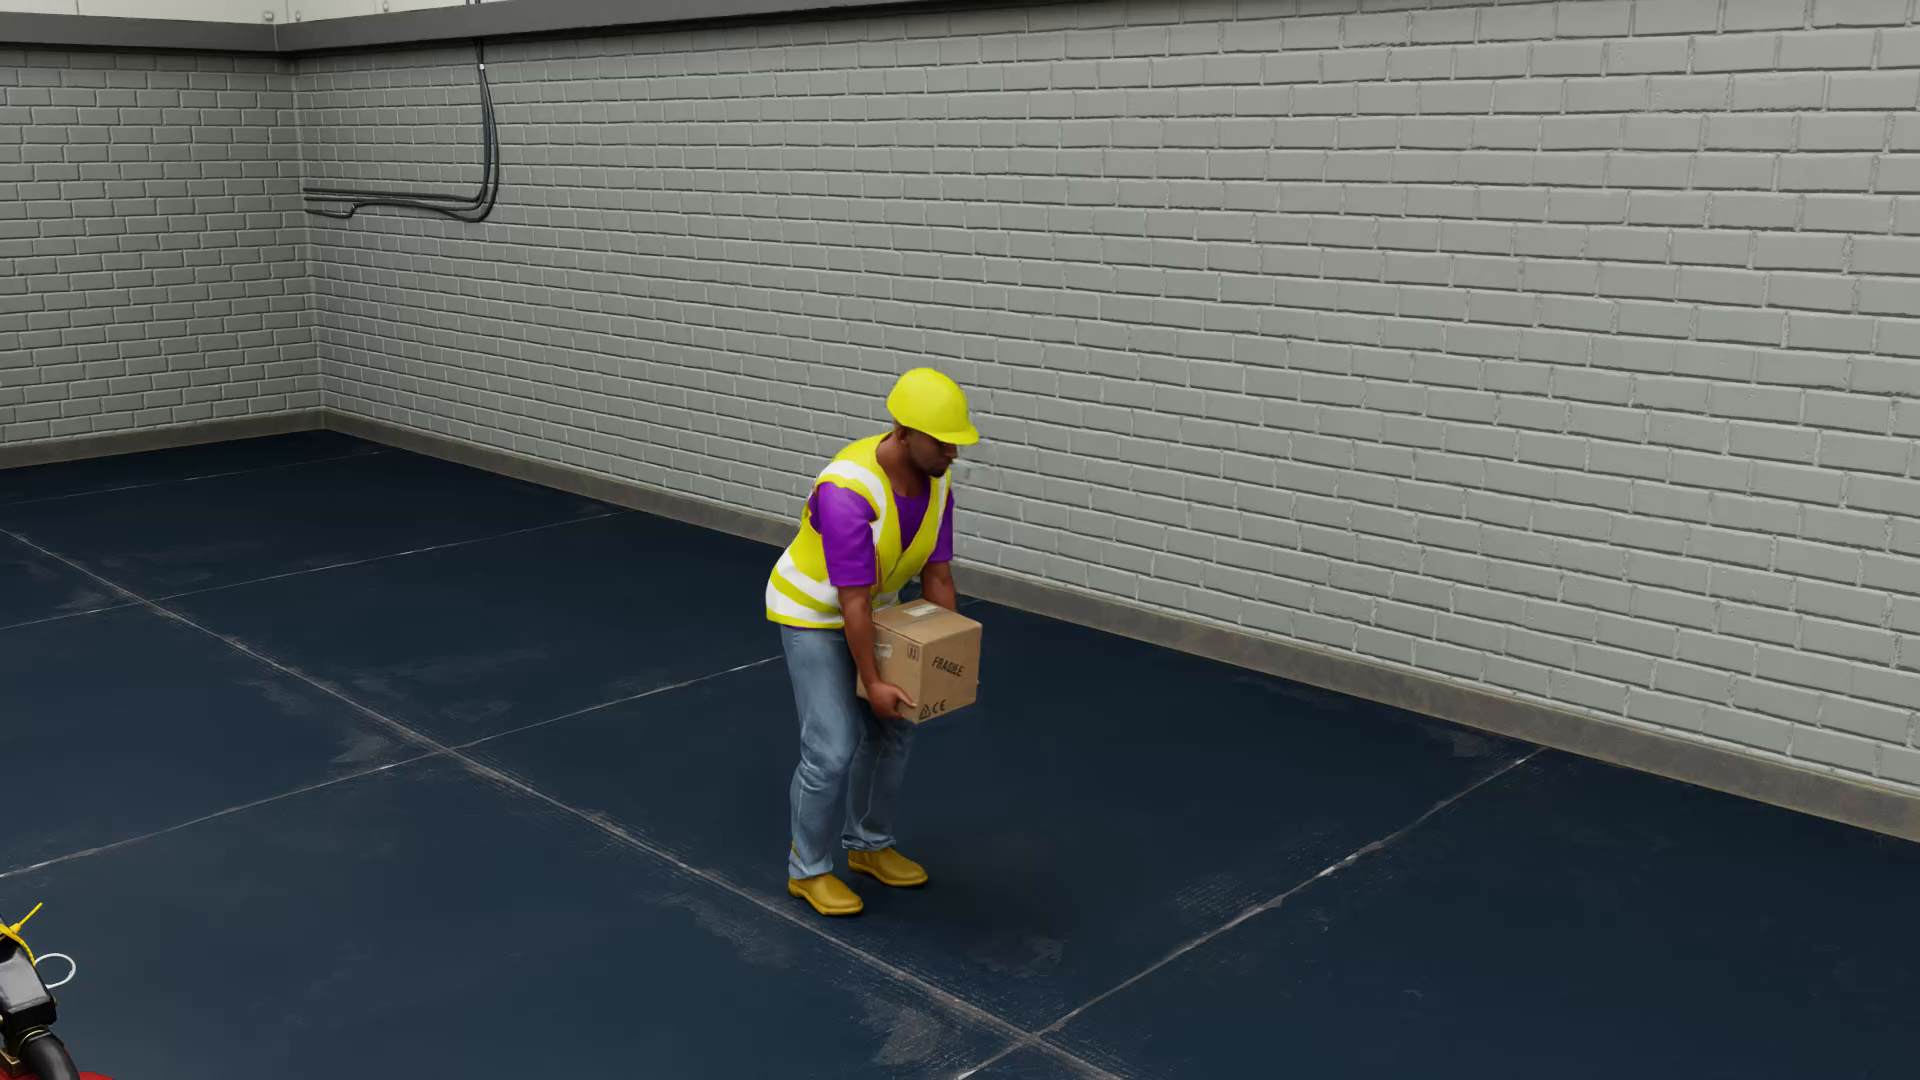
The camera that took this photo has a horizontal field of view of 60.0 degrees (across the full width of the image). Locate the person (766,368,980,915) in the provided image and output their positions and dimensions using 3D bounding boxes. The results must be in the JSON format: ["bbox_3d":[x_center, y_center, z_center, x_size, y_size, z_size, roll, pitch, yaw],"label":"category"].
[{"bbox_3d":[-0.233,0.299,4.937,0.693,1.657,0.483,12,18,41],"label":"person"}]
